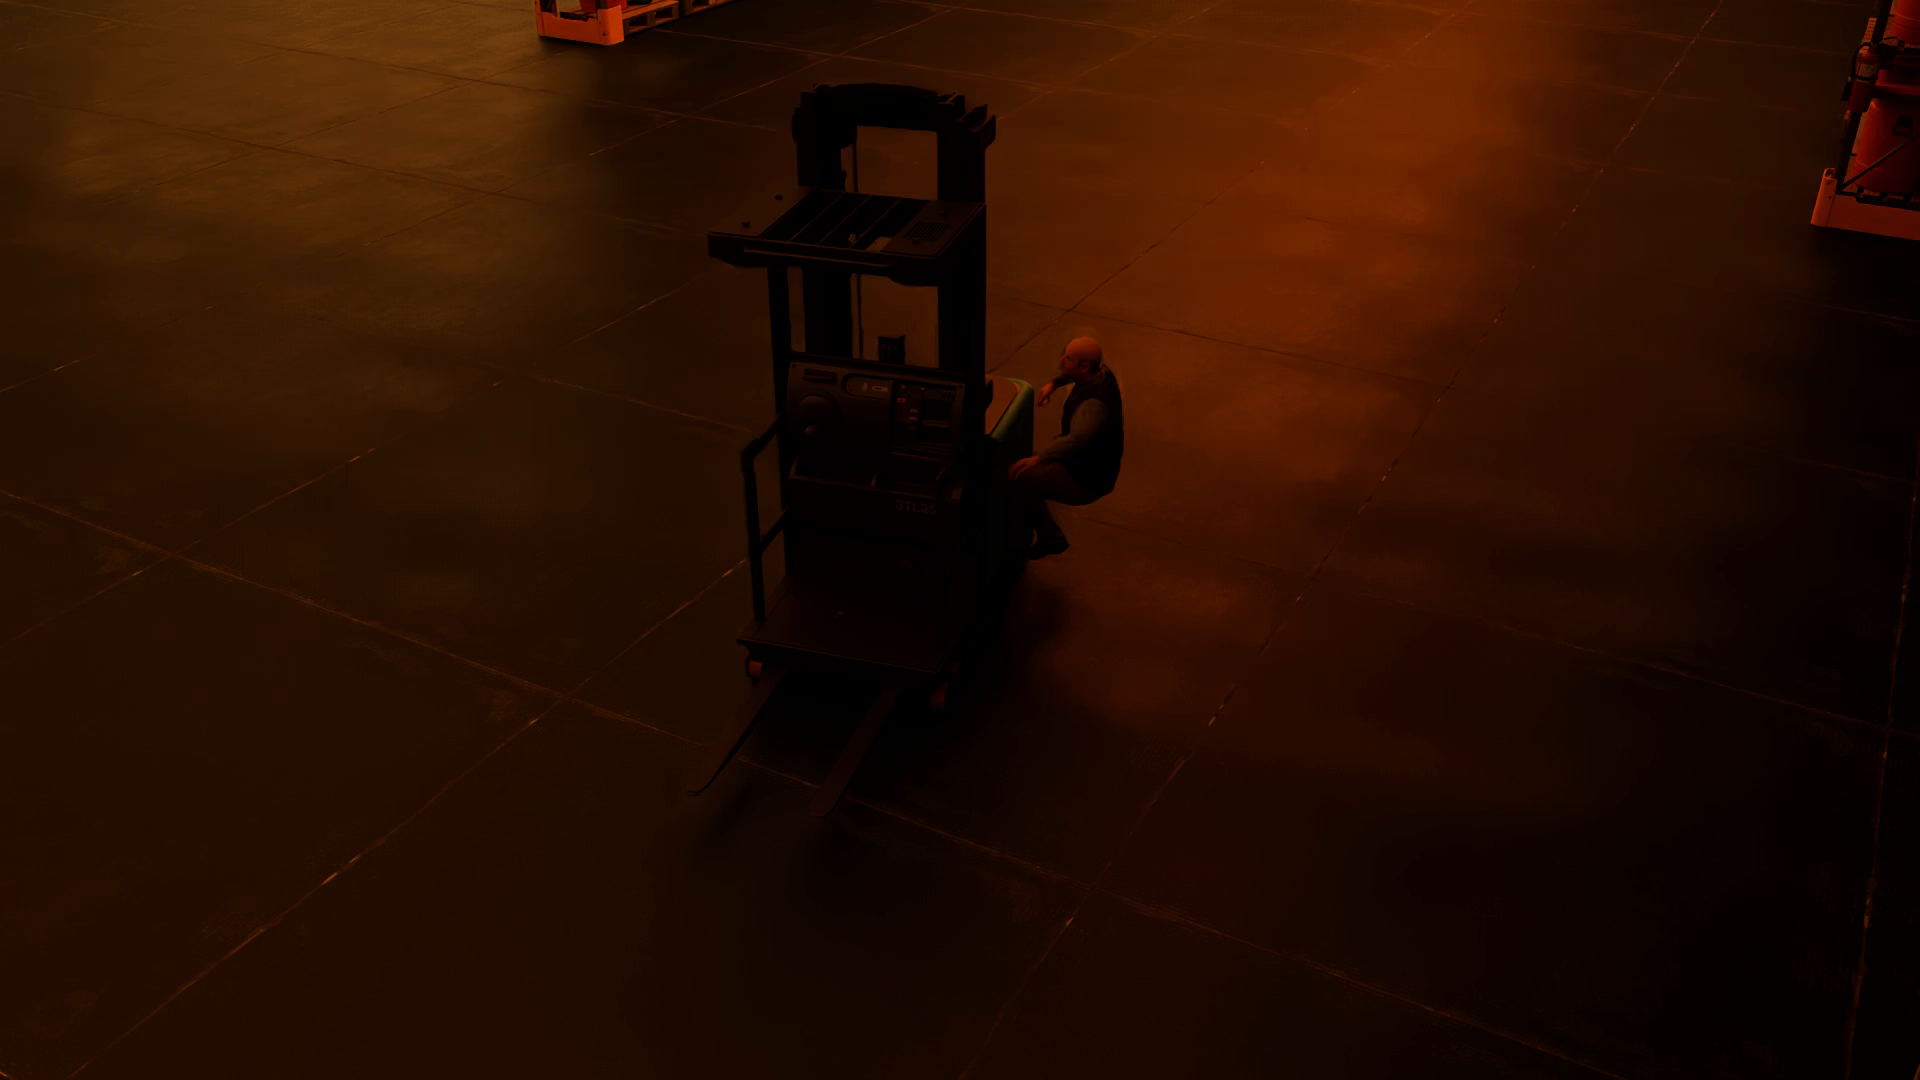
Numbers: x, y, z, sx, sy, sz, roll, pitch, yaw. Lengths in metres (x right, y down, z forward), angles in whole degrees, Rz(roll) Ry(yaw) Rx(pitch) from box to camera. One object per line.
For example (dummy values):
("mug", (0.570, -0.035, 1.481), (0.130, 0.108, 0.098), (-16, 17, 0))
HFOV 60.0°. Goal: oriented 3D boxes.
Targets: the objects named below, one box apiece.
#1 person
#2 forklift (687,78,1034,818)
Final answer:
("person", (0.471, -0.447, 9.189), (0.848, 1.464, 1.074), (2, 30, 3))
("forklift", (-0.484, -0.611, 8.130), (1.130, 2.935, 3.031), (9, 31, 15))
